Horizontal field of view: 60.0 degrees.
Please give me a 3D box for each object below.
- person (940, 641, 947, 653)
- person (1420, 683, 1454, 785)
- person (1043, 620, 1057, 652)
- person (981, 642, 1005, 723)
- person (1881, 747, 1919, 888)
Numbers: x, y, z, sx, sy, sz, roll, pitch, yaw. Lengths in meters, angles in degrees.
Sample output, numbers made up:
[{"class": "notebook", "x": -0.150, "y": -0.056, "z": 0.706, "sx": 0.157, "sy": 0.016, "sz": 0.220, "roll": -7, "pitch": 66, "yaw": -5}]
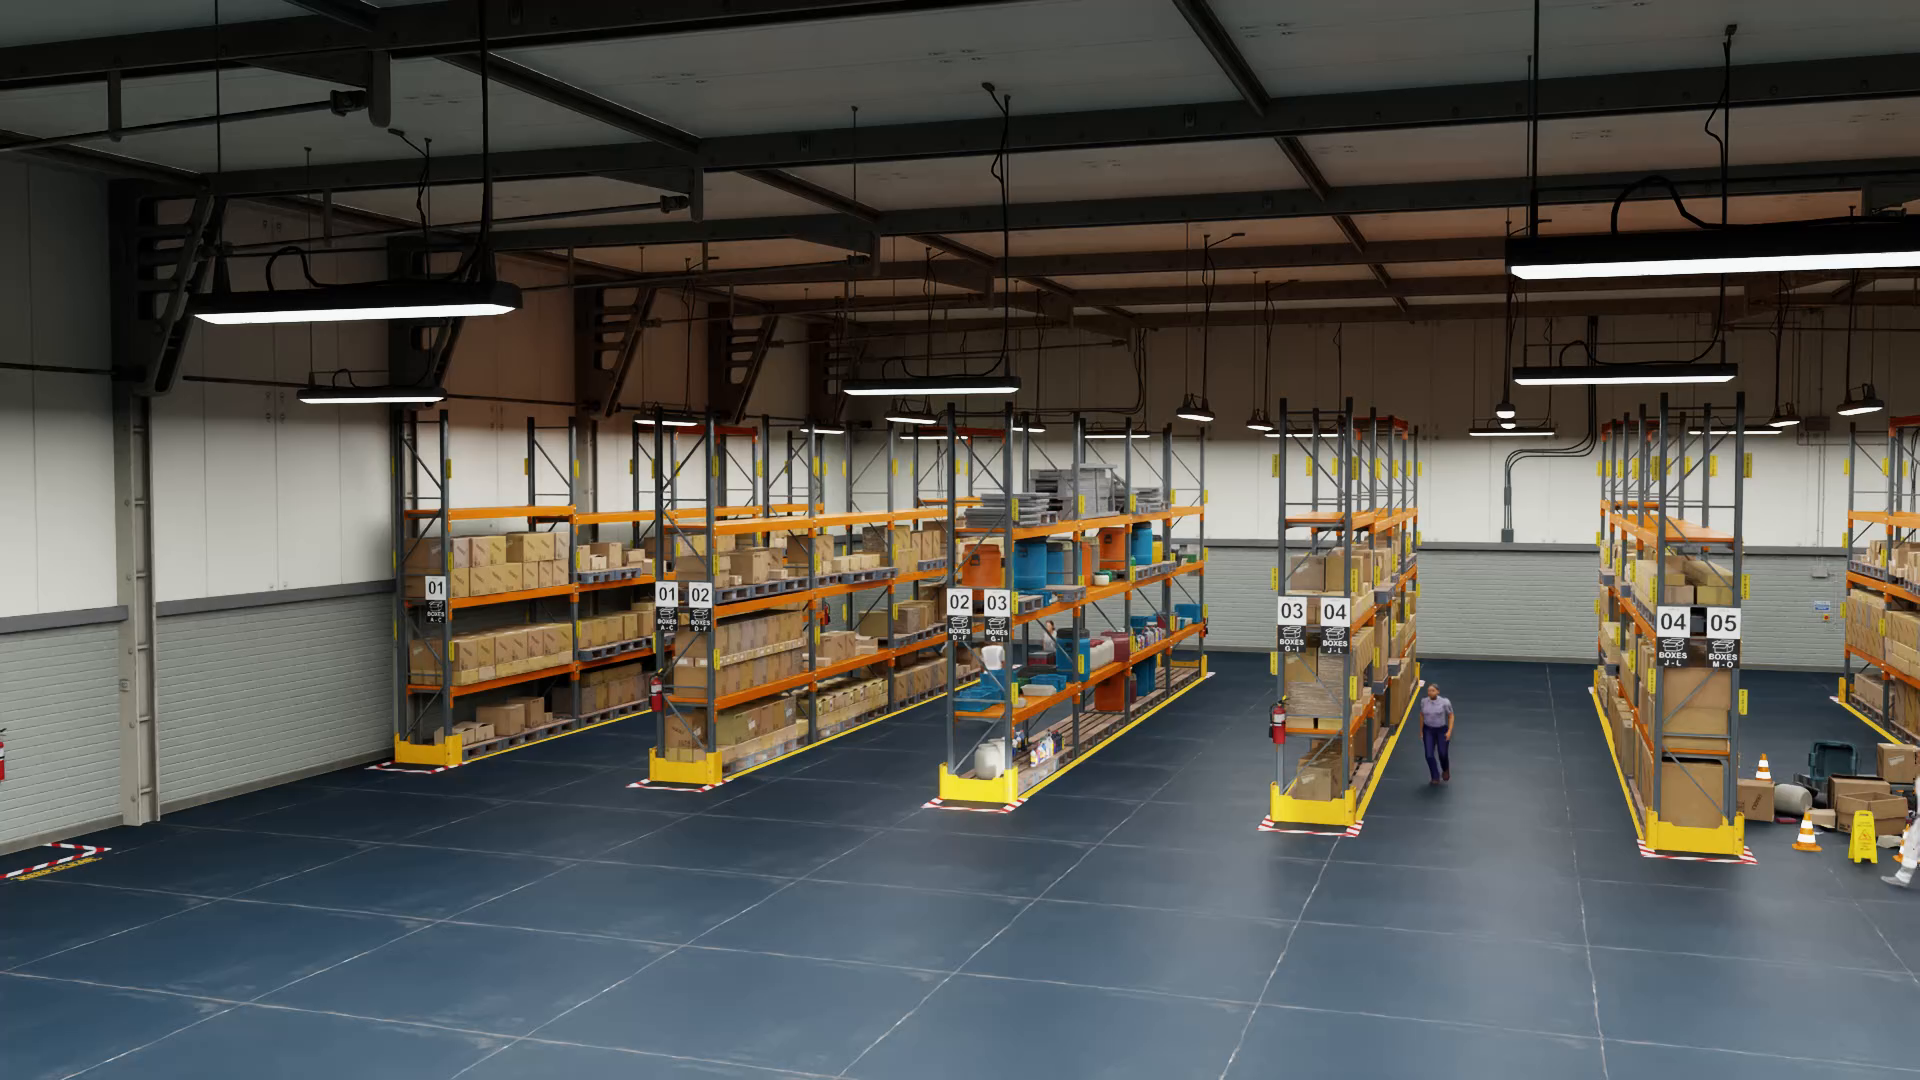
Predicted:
[{"class": "person", "x": -0.270, "y": 2.331, "z": 42.950, "sx": 0.720, "sy": 1.658, "sz": 0.491, "roll": -1, "pitch": 3, "yaw": -14}, {"class": "person", "x": 7.595, "y": 3.064, "z": 26.451, "sx": 0.539, "sy": 1.626, "sz": 0.574, "roll": 1, "pitch": 3, "yaw": 29}, {"class": "person", "x": 2.112, "y": 2.593, "z": 37.148, "sx": 0.501, "sy": 1.652, "sz": 0.608, "roll": 1, "pitch": 3, "yaw": 29}, {"class": "person", "x": 0.664, "y": 2.702, "z": 32.779, "sx": 0.597, "sy": 1.776, "sz": 0.484, "roll": 1, "pitch": 3, "yaw": 30}, {"class": "person", "x": 11.564, "y": 3.276, "z": 19.776, "sx": 1.075, "sy": 1.748, "sz": 0.540, "roll": 1, "pitch": 3, "yaw": 21}]
